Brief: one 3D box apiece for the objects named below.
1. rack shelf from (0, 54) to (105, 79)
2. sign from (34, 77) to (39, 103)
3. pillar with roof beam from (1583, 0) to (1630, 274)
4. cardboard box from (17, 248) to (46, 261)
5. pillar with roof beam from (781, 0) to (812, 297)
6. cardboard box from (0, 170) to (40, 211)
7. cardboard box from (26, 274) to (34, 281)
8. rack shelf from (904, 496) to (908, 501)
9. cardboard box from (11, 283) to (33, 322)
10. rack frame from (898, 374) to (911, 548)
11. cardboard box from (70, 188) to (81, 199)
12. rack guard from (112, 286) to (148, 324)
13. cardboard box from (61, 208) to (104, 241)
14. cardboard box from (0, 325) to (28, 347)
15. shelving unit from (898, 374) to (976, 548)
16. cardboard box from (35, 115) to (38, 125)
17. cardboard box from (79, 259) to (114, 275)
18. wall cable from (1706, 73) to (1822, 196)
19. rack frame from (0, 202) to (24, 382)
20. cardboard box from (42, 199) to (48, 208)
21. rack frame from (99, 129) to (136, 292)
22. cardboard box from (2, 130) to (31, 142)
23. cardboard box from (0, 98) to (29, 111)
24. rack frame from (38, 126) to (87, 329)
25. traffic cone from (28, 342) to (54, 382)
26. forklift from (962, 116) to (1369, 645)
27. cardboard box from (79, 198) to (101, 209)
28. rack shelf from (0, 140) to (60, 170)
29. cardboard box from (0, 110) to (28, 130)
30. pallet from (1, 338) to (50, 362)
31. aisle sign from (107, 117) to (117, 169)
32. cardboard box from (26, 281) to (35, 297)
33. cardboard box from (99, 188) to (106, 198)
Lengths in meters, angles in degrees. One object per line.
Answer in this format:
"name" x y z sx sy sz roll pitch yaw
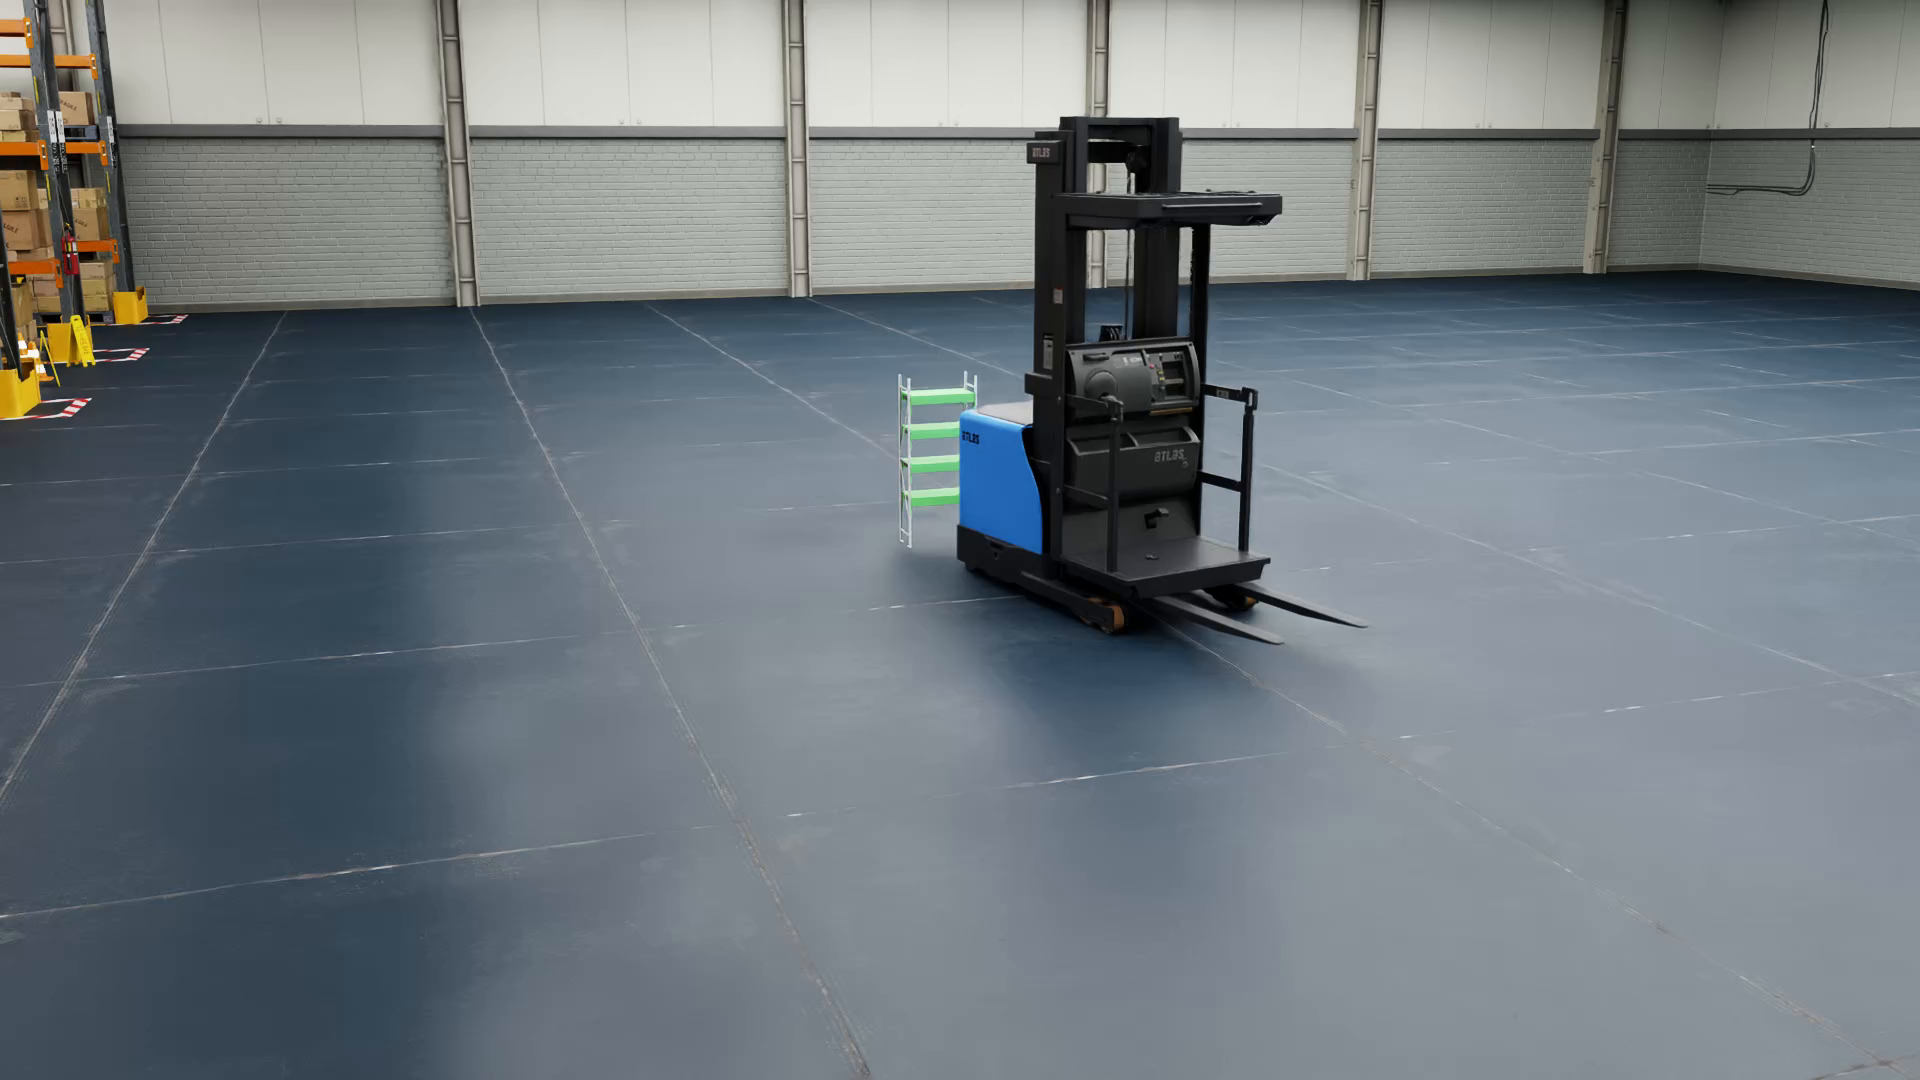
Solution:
"rack shelf" -15.328 -7.242 25.401 4.000 0.370 1.077 -4 14 -18
"sign" -11.688 -5.694 21.043 0.005 0.325 0.100 -4 14 -18
"pillar with roof beam" 15.427 -9.351 31.846 0.400 9.000 9.100 -4 14 -18
"cardboard box" -12.132 -3.731 21.727 0.250 0.149 0.380 -4 14 -16
"pillar with roof beam" -1.633 -8.022 26.261 0.400 9.000 9.100 -4 14 -18
"cardboard box" -12.260 -4.522 21.489 0.500 0.500 0.700 -5 14 -19
"cardboard box" -14.727 -4.188 25.980 0.500 0.250 0.500 -4 14 -17
"rack shelf" -0.157 -0.304 11.855 0.442 0.029 0.199 -4 14 -18
"cardboard box" -12.721 -3.158 22.190 0.500 0.500 0.500 -5 14 -20
"rack frame" -0.388 -0.553 11.715 0.015 1.200 0.240 -4 14 -18
"cardboard box" -13.929 -5.427 26.055 0.250 0.149 0.380 -4 14 -18
"rack guard" -13.410 -3.802 26.883 0.348 0.500 1.175 -4 14 -18
"cardboard box" -13.815 -4.971 26.180 0.500 0.500 0.500 -5 14 -19
"cardboard box" -12.549 -2.674 21.774 0.500 0.250 0.500 -5 14 -18
"shelving unit" -0.162 -0.571 11.789 0.492 1.200 0.258 -4 14 -18
"cardboard box" -14.121 -6.478 25.671 0.250 0.149 0.380 -5 14 -20
"cardboard box" -13.948 -4.375 26.766 0.500 0.250 0.500 -5 14 -19
"wall cable" 17.267 -8.712 35.870 0.112 2.526 3.097 -4 14 -18
"rack frame" -10.171 -2.849 17.478 0.127 3.000 1.000 -4 14 -18
"cardboard box" -14.170 -5.262 26.003 0.250 0.149 0.380 -4 14 -17
"rack frame" -13.432 -5.016 26.586 0.127 3.000 1.000 -4 14 -18
"cardboard box" -12.095 -5.177 21.324 0.250 0.149 0.380 -4 14 -18
"cardboard box" -12.072 -5.563 21.223 0.250 0.149 0.380 -4 14 -18
"rack frame" -11.846 -3.928 22.011 0.127 3.000 1.000 -4 14 -18
"traffic cone" -11.166 -2.160 20.064 0.334 0.463 0.336 -4 14 -18
"forklift" 1.165 -1.004 9.868 1.121 2.935 3.031 -8 16 -30
"cardboard box" -13.672 -5.293 26.134 0.250 0.149 0.380 -4 14 -17
"rack shelf" -13.741 -4.889 21.126 4.000 0.370 1.077 -4 14 -18
"cardboard box" -12.245 -5.362 21.239 0.500 0.250 0.500 -5 14 -19
"pallet" -12.699 -2.513 22.090 1.213 0.211 1.003 -4 14 -18
"aisle sign" -13.276 -6.221 26.035 0.004 0.787 0.394 -4 14 -18
"cardboard box" -14.755 -3.944 26.034 0.500 0.250 0.500 -5 14 -19
"cardboard box" -13.819 -5.547 26.558 0.250 0.149 0.380 -5 14 -19
